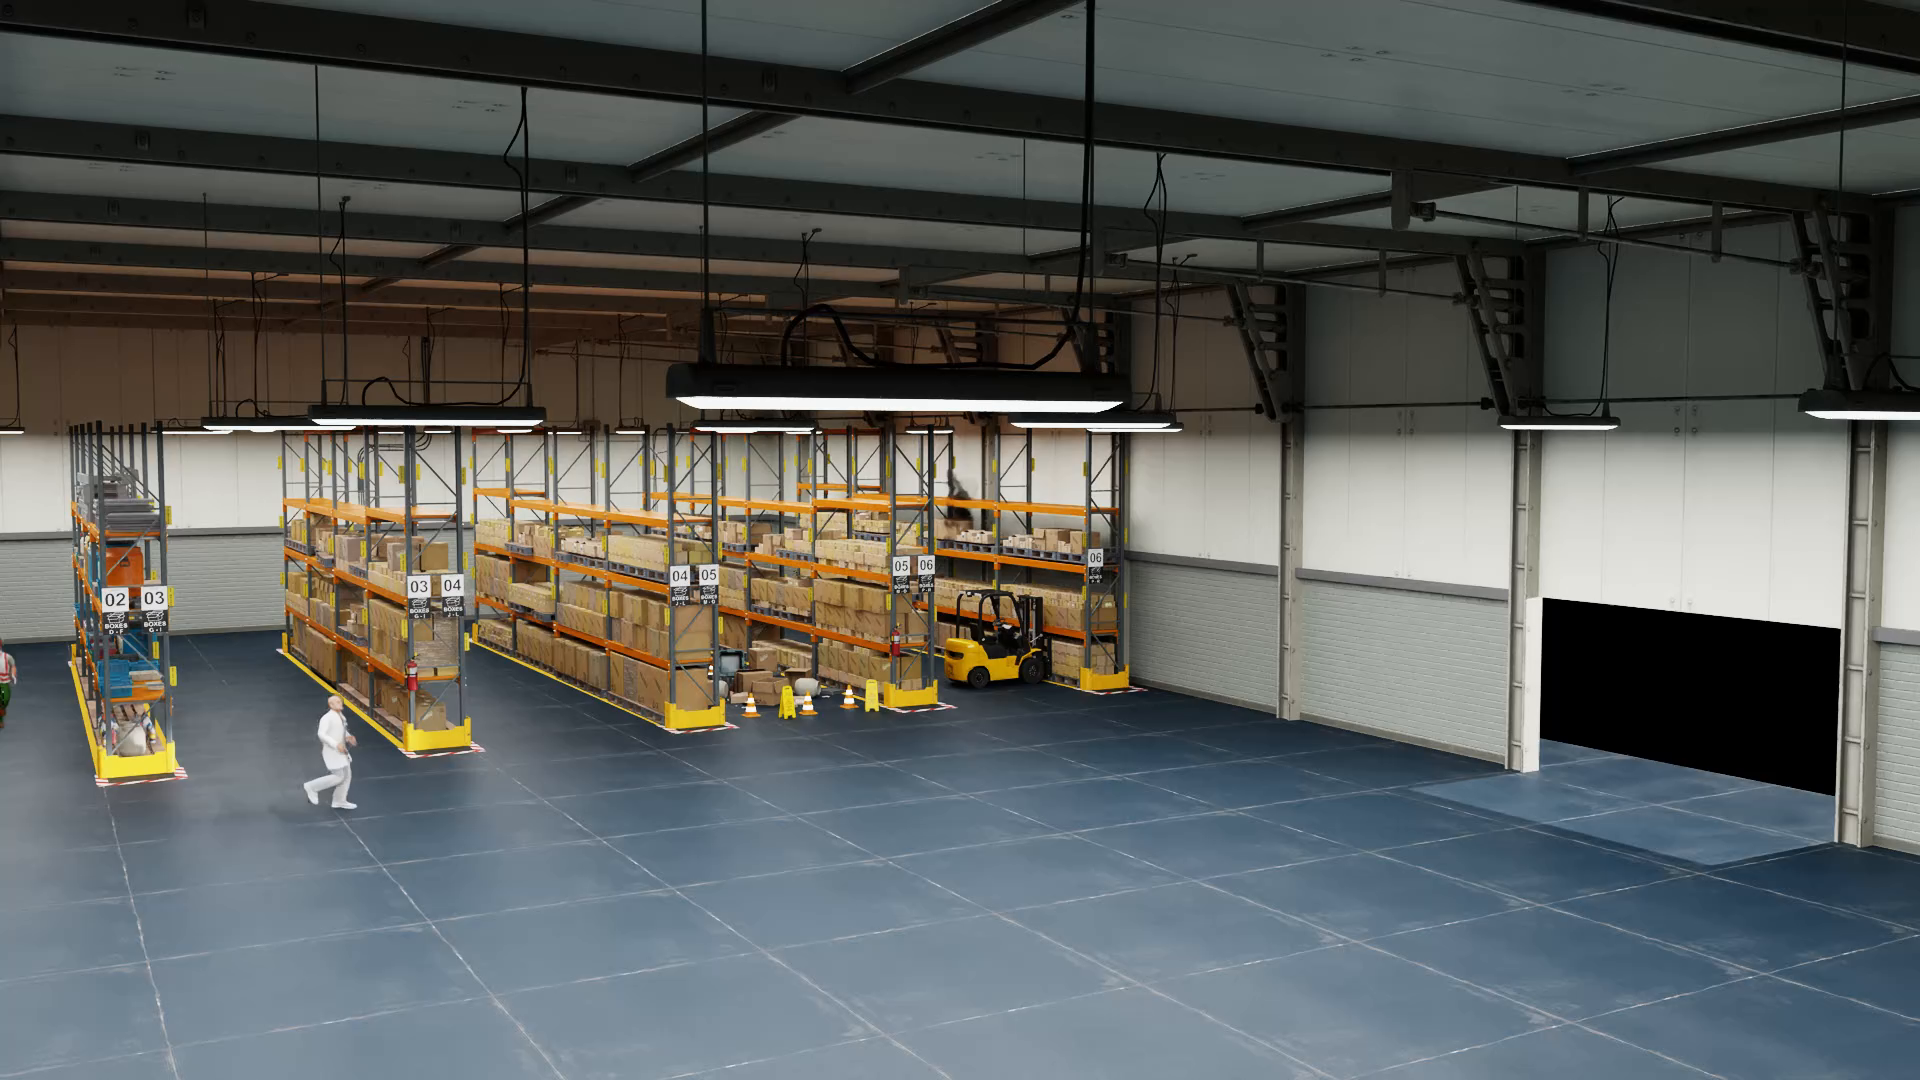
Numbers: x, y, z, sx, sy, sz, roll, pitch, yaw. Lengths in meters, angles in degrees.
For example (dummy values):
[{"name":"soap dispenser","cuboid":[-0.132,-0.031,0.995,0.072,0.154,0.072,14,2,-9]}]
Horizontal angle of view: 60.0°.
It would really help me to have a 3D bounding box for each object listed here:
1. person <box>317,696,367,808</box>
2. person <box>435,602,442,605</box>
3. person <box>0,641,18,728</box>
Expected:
[{"name":"person","cuboid":[-9.532,3.269,25.666,0.673,1.747,0.700,0,4,-1]},{"name":"person","cuboid":[-14.477,2.063,46.637,0.643,1.601,0.635,1,4,15]},{"name":"person","cuboid":[-18.927,2.831,32.749,0.652,1.742,0.594,-2,4,-35]}]
